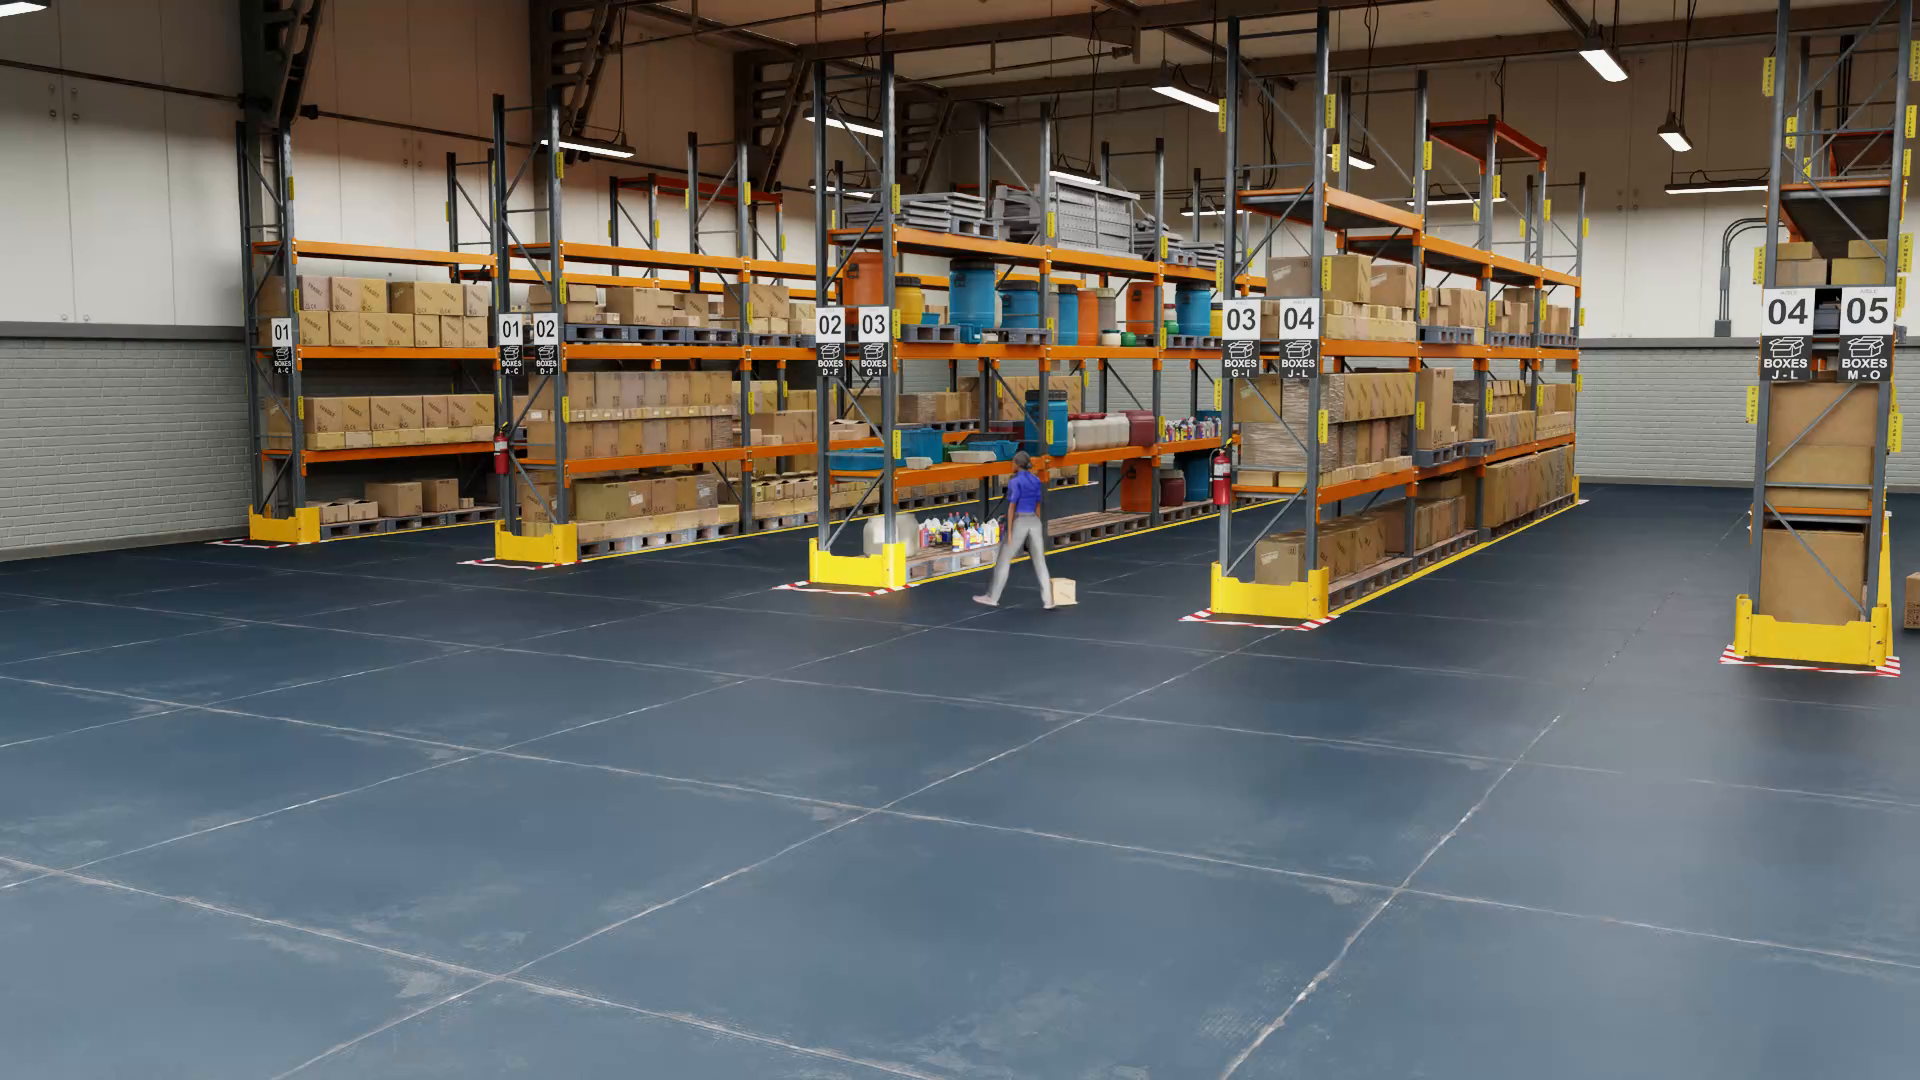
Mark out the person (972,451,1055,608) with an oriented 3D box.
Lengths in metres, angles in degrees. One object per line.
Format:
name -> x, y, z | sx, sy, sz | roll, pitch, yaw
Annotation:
person -> 0.593, -0.101, 17.302 | 0.671, 1.620, 0.738 | -4, 8, -36
